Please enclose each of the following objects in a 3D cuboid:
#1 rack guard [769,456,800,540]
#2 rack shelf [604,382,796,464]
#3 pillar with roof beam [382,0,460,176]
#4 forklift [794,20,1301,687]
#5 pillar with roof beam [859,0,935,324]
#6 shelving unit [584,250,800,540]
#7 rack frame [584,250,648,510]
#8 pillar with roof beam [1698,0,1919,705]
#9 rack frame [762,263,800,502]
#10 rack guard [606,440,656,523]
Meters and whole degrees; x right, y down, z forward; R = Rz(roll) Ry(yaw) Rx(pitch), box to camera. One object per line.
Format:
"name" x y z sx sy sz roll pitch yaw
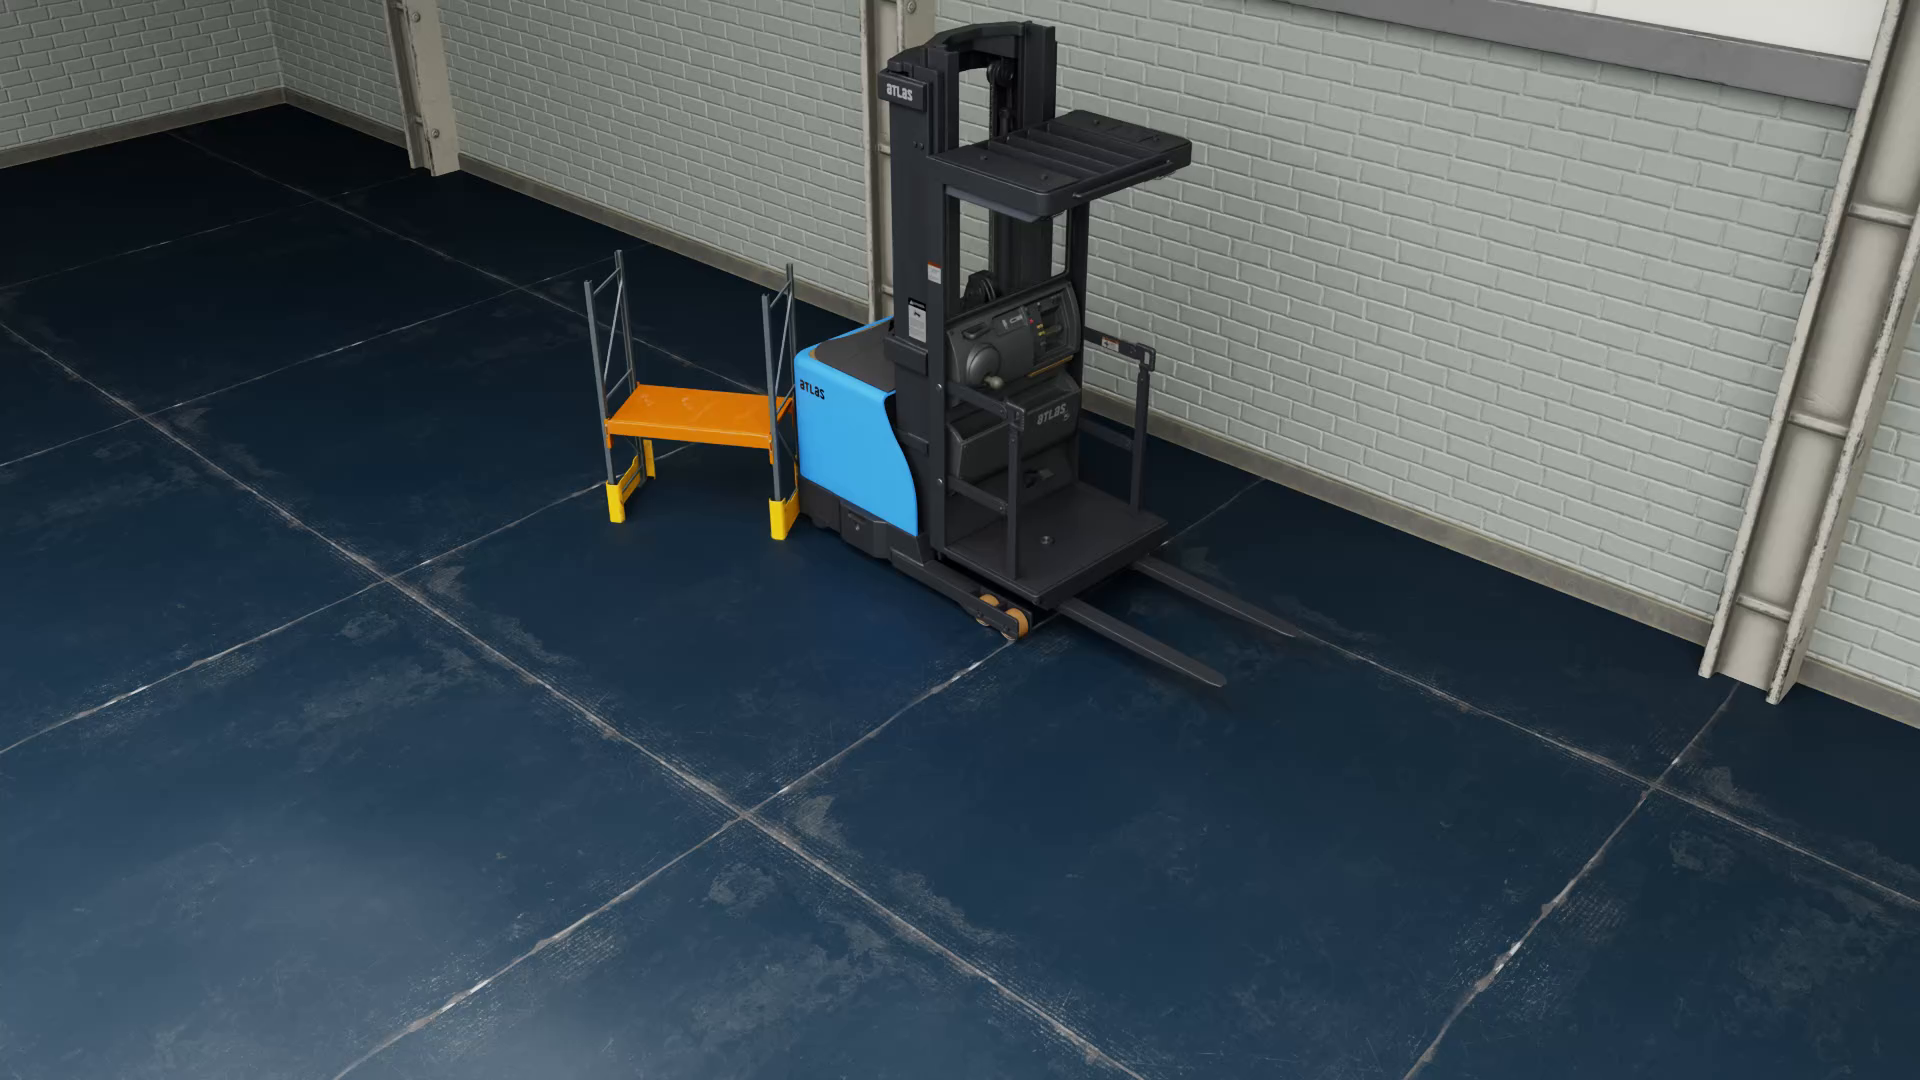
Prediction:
"rack guard" -1.008 -0.260 9.884 0.087 0.250 0.587 6 32 10
"rack shelf" -1.505 -0.692 9.739 1.000 0.185 0.538 6 32 10
"pillar with roof beam" -7.744 -5.662 10.375 0.400 9.000 9.100 25 39 35
"forklift" 0.439 -1.027 8.558 1.130 2.935 3.031 -27 40 -37
"pillar with roof beam" -3.295 -3.586 6.926 0.400 9.000 9.100 25 39 35
"shelving unit" -1.496 -0.846 9.645 1.083 1.500 0.587 6 32 10
"rack frame" -2.004 -0.898 9.731 0.032 1.500 0.500 6 32 10
"pillar with roof beam" 1.153 -1.509 3.477 0.400 9.000 9.100 25 39 35
"rack frame" -1.006 -0.795 9.561 0.032 1.500 0.500 6 32 10
"rack guard" -1.985 -0.360 10.050 0.087 0.250 0.587 6 32 10
